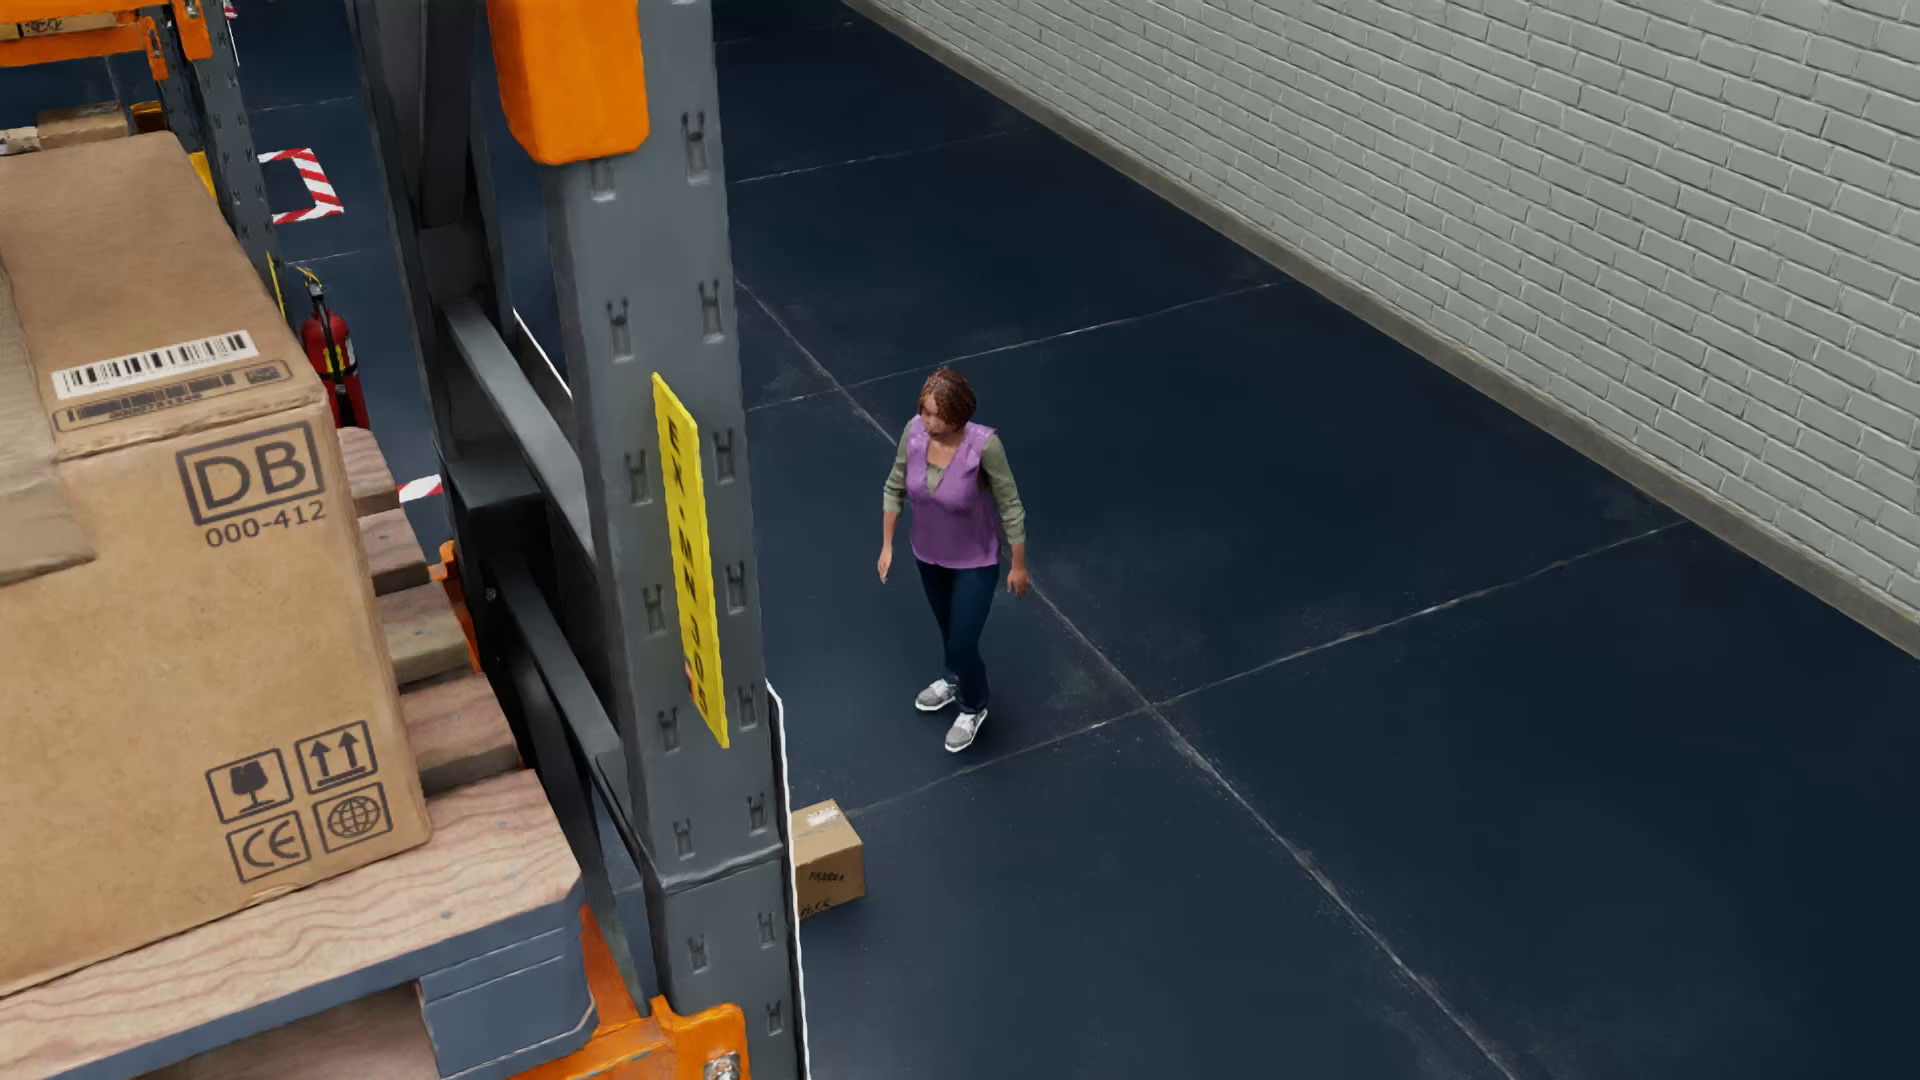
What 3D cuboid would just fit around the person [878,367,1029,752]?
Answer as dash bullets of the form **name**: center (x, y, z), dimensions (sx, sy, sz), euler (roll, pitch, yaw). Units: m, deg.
- **person**: center (0.001, 0.058, 6.069), dimensions (0.542, 1.569, 0.458), euler (21, 39, 28)
